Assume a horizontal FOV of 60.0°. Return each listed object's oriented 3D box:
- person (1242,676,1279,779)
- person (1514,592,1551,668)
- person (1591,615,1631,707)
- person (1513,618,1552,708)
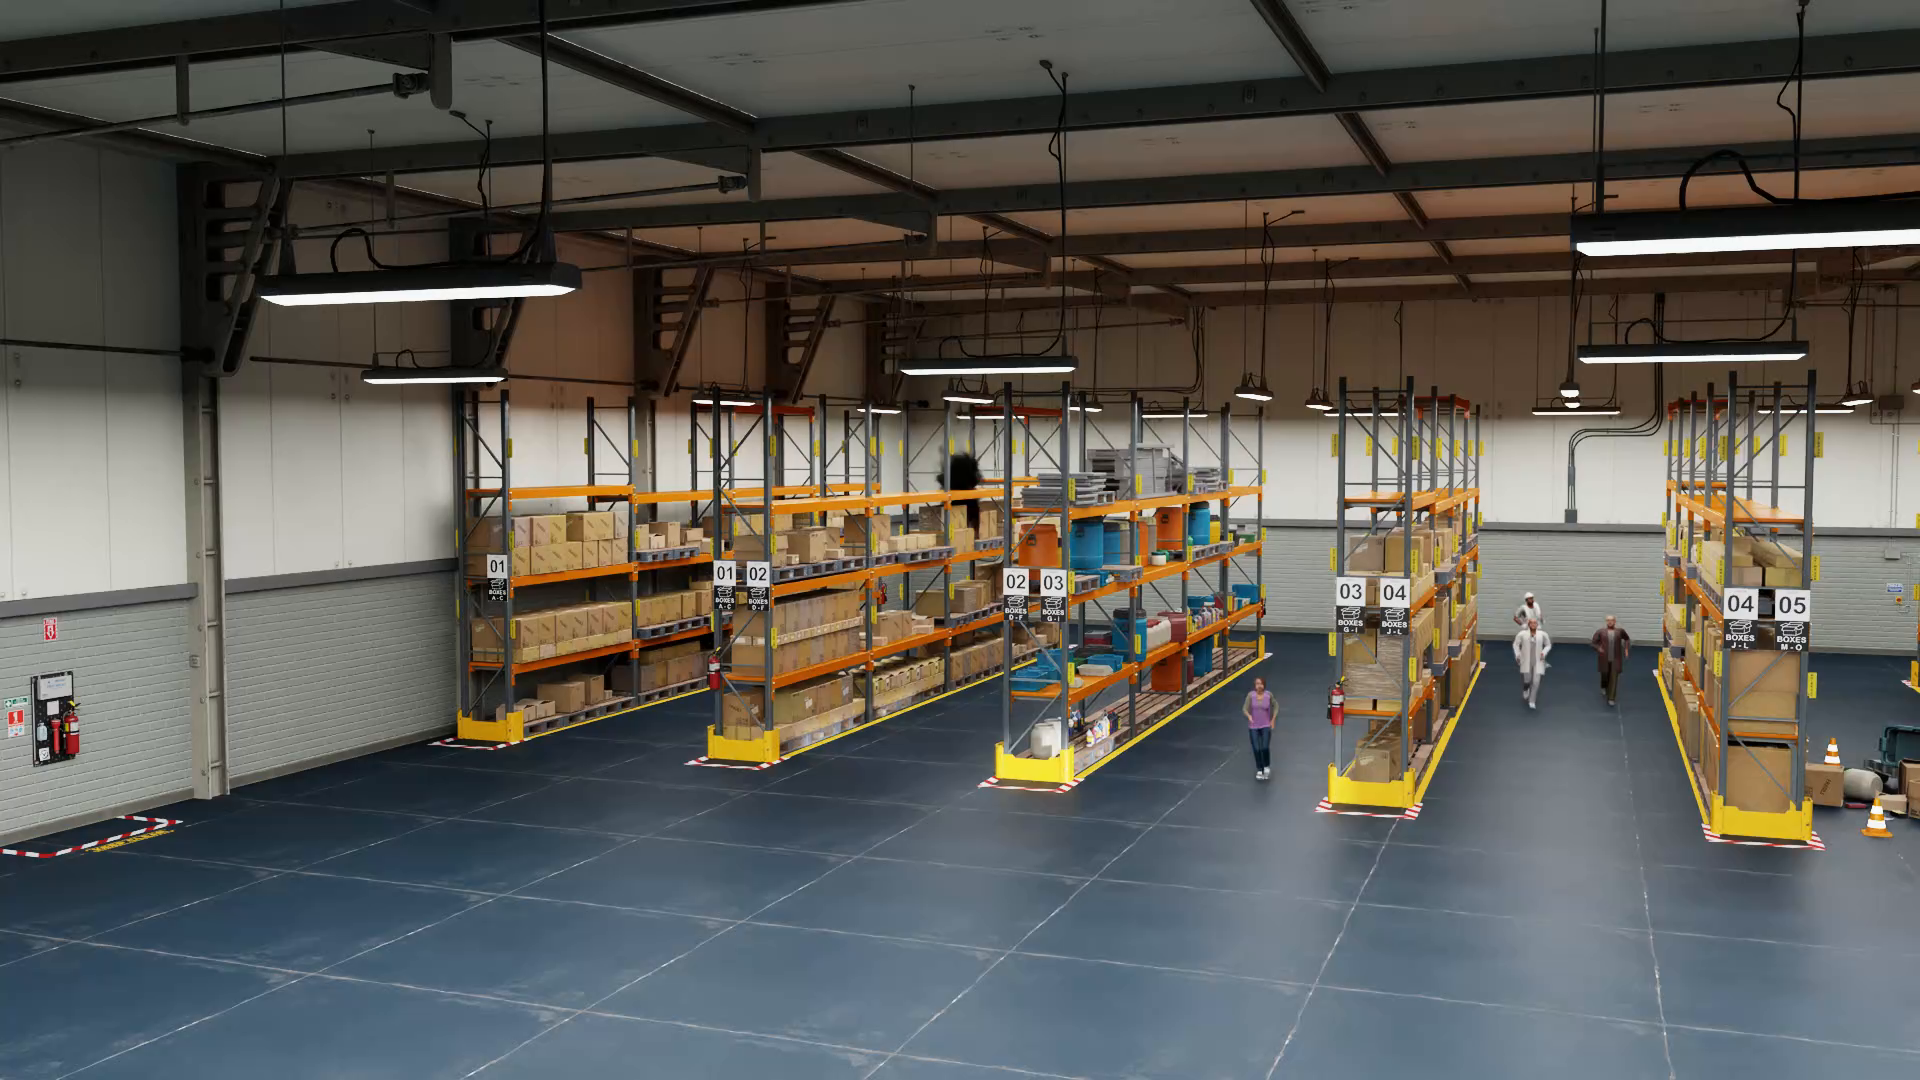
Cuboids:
[{"bbox_3d":[4.507,2.831,25.015,0.536,1.565,0.585,1,3,17],"label":"person"},{"bbox_3d":[13.049,2.050,38.159,0.706,1.718,0.861,-1,3,-25],"label":"person"},{"bbox_3d":[12.671,2.337,32.377,0.724,1.744,1.092,1,3,20],"label":"person"},{"bbox_3d":[11.093,2.370,32.239,0.709,1.737,0.640,1,3,16],"label":"person"}]
